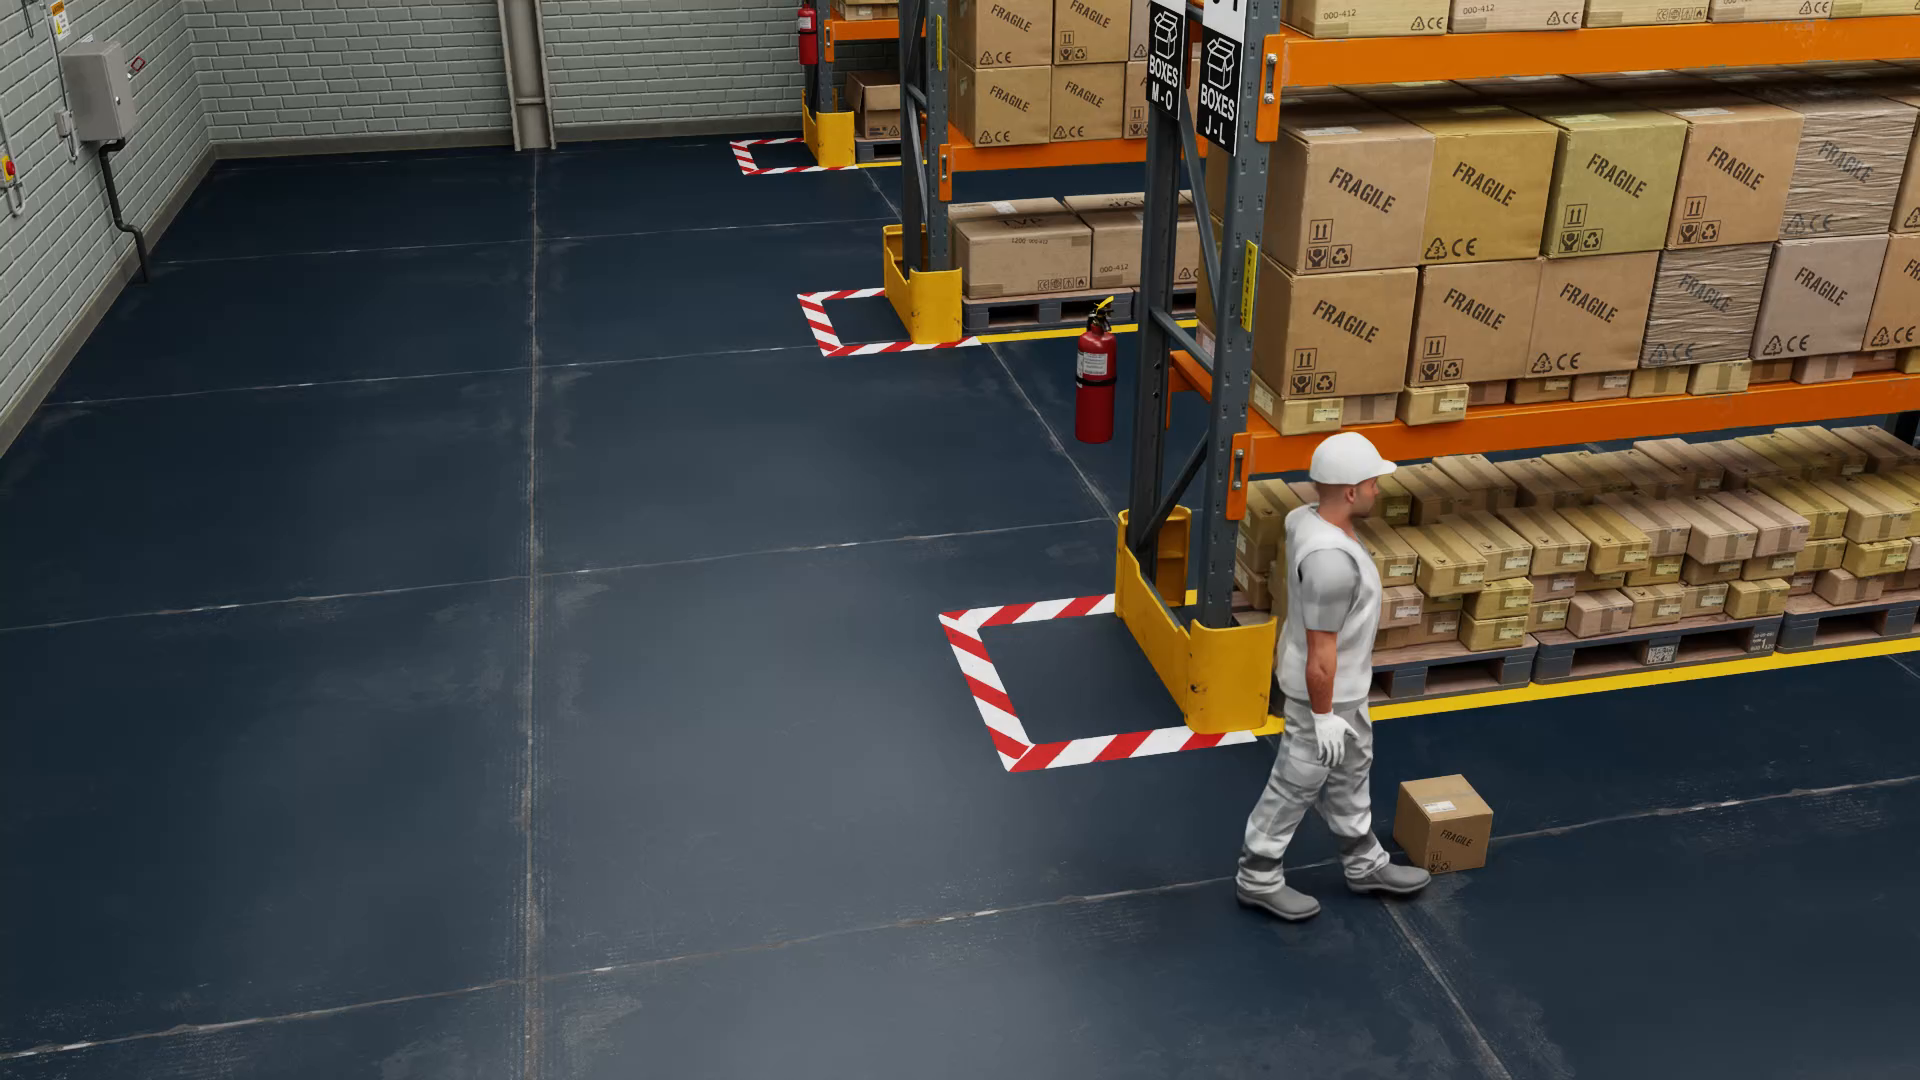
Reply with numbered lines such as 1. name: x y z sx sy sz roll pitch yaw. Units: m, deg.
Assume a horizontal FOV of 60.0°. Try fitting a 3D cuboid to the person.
1. person: 1.335 0.496 5.568 0.696 1.777 0.592 4 27 9
